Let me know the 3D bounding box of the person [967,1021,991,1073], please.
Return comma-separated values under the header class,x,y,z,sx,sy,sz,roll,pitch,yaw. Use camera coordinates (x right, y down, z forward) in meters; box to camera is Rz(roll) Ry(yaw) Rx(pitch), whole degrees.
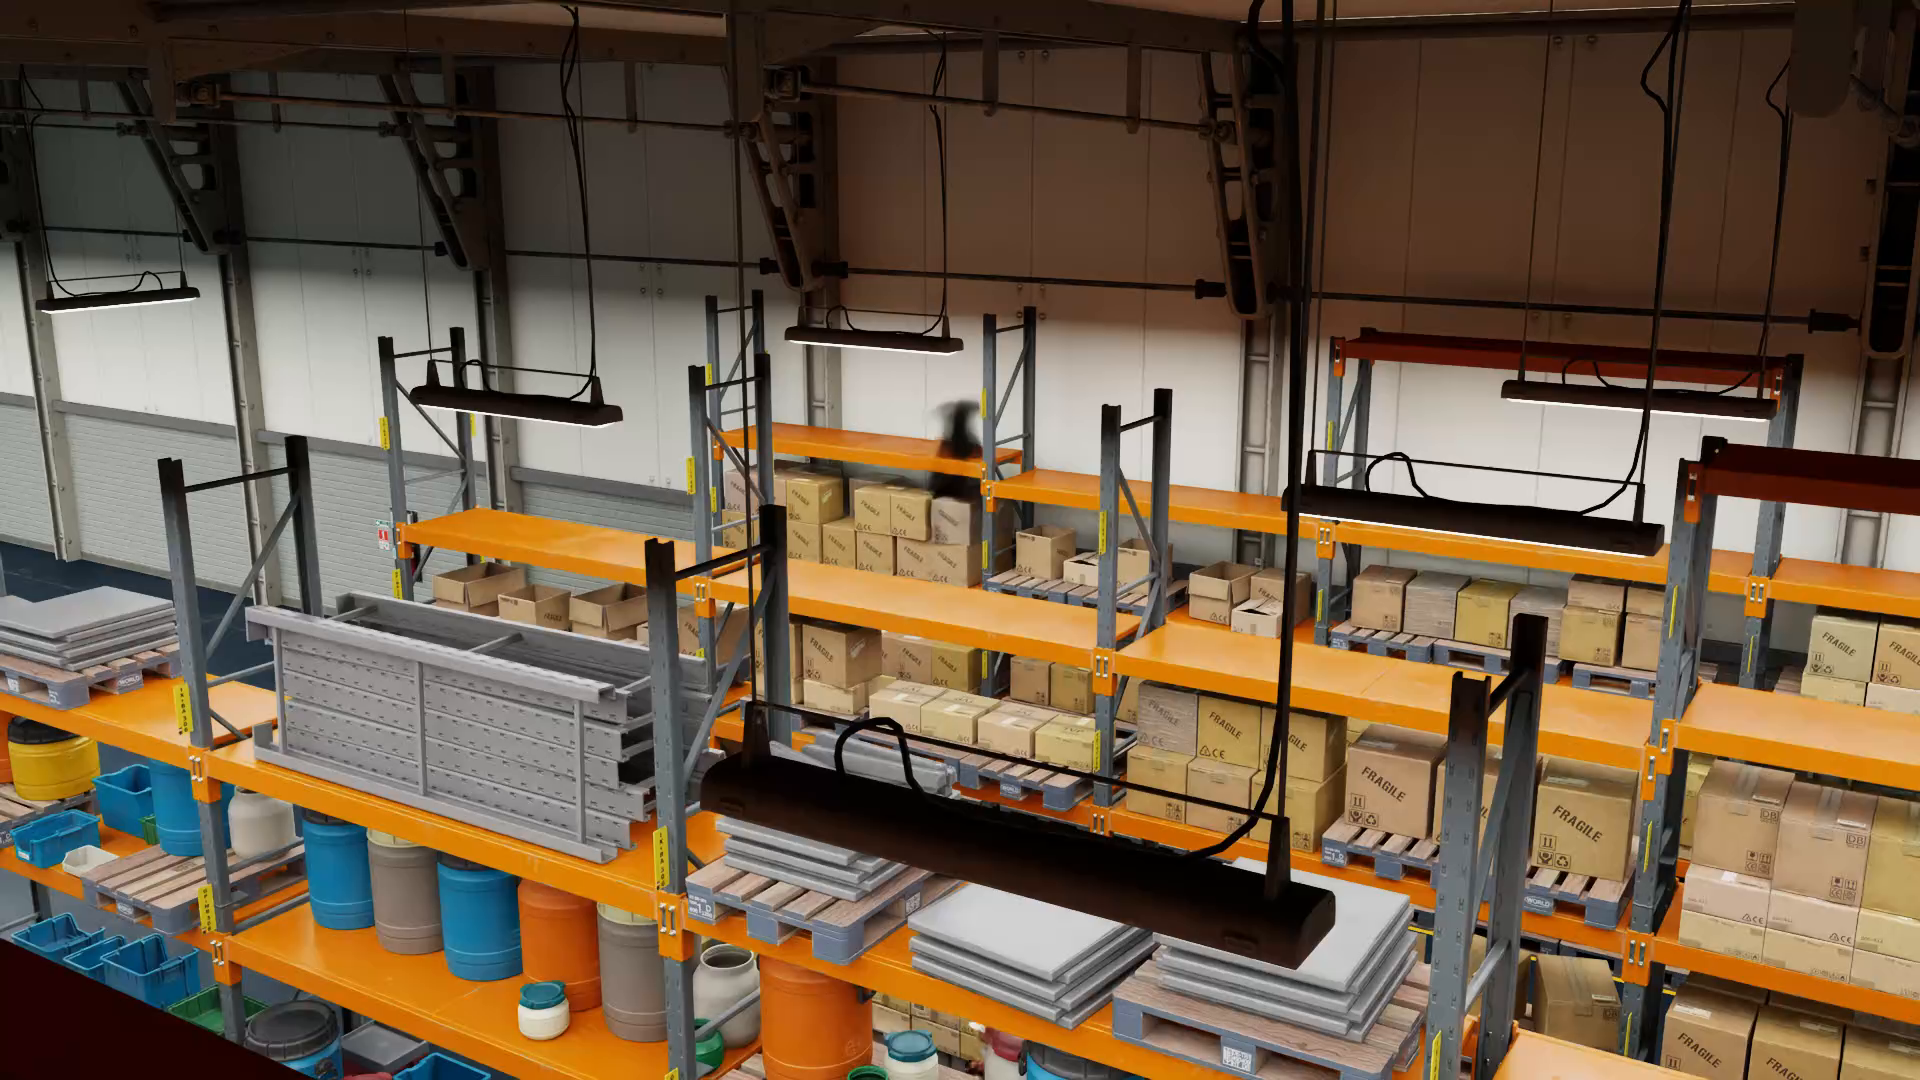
class,x,y,z,sx,sy,sz,roll,pitch,yaw
person,0.420,4.300,12.410,0.915,1.618,0.690,6,15,24
